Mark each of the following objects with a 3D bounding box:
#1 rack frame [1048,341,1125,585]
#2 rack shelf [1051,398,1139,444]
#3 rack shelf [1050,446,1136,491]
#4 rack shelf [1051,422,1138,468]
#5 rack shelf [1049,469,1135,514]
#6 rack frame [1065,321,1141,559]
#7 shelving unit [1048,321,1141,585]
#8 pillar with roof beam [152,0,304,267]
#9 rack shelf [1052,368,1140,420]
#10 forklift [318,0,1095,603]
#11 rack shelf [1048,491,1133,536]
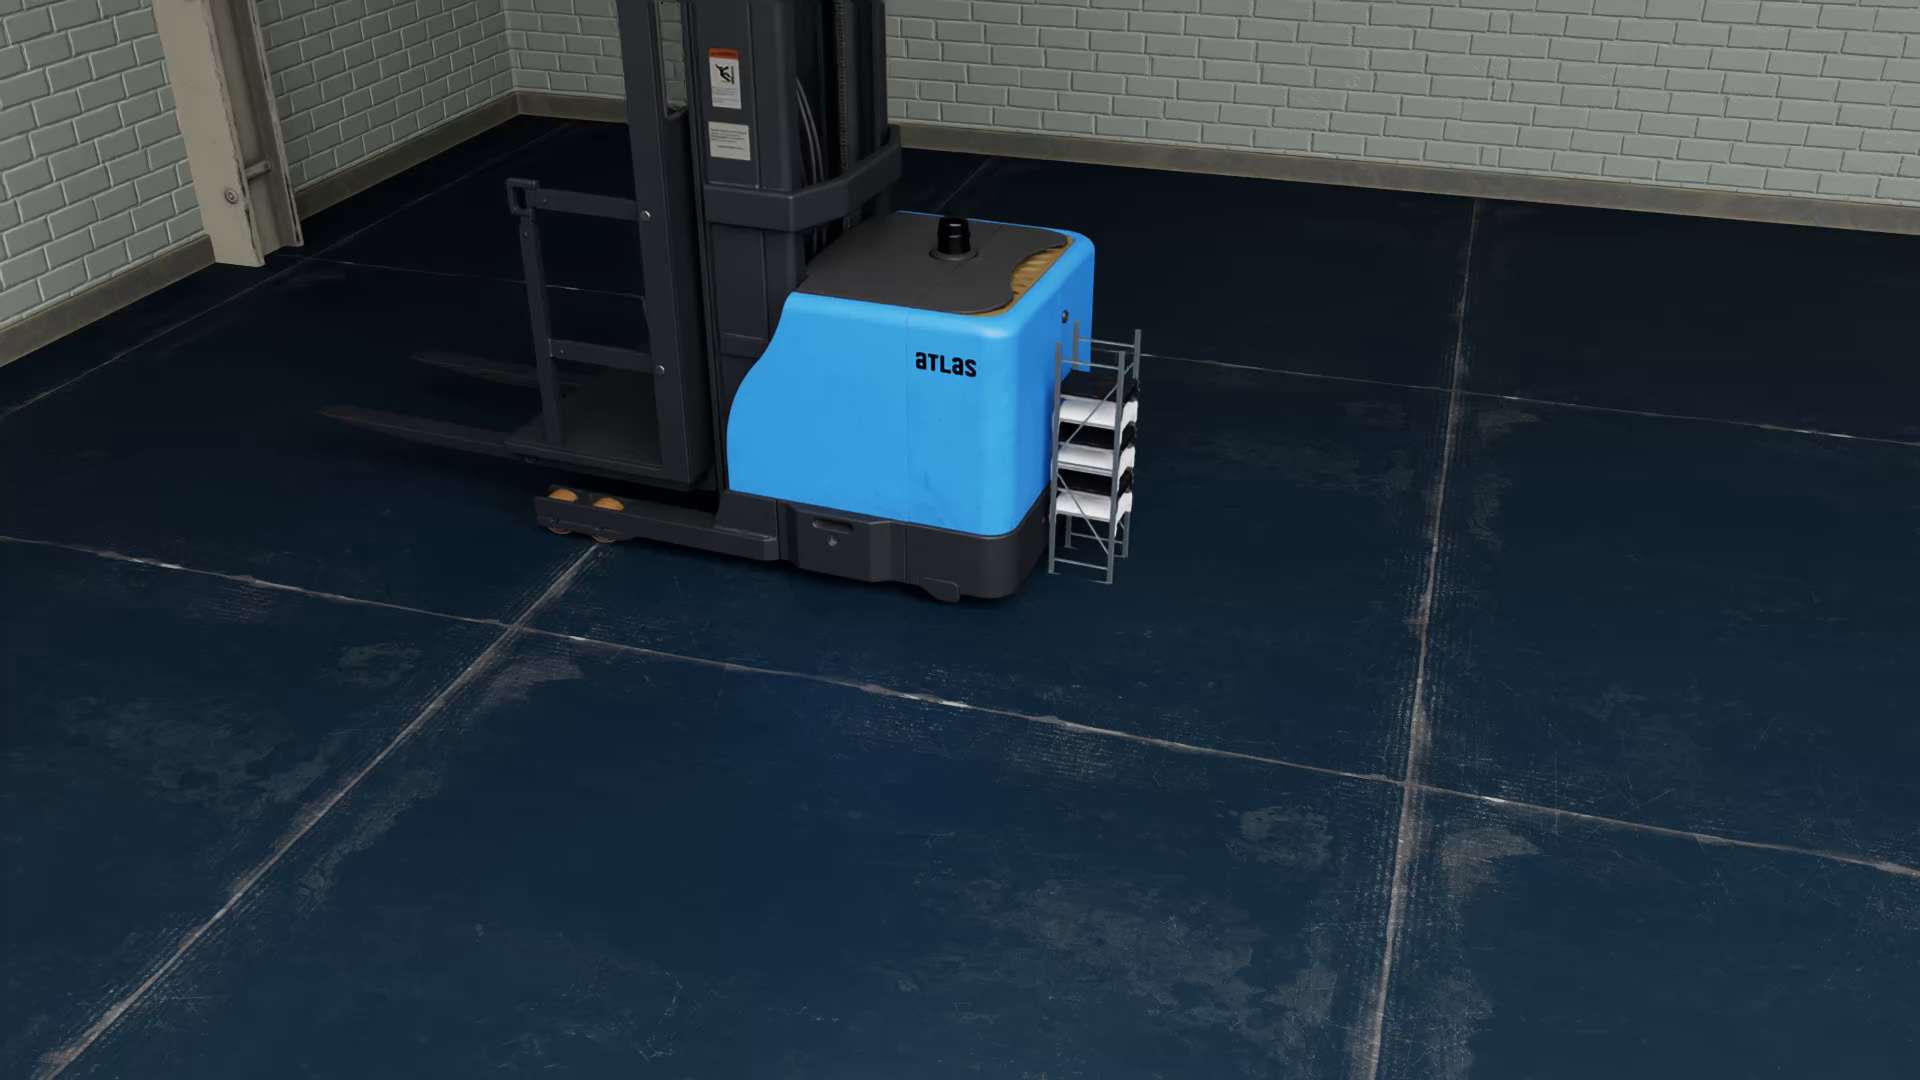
[{"bbox_3d":[0.435,-0.253,5.779,0.240,0.900,0.006,11,31,18],"label":"rack frame"},{"bbox_3d":[0.471,-0.428,5.790,0.258,0.077,0.200,11,31,18],"label":"rack shelf"},{"bbox_3d":[0.470,-0.270,5.878,0.258,0.077,0.200,11,31,18],"label":"rack shelf"},{"bbox_3d":[0.470,-0.349,5.834,0.258,0.077,0.200,11,31,18],"label":"rack shelf"},{"bbox_3d":[0.470,-0.192,5.922,0.258,0.077,0.200,11,31,18],"label":"rack shelf"},{"bbox_3d":[0.506,-0.346,5.945,0.240,0.900,0.006,11,31,18],"label":"rack frame"},{"bbox_3d":[0.470,-0.300,5.862,0.258,0.900,0.210,11,31,18],"label":"shelving unit"},{"bbox_3d":[0.289,-4.887,5.778,9.100,9.000,0.400,8,30,15],"label":"pillar with roof beam"},{"bbox_3d":[0.471,-0.506,5.746,0.258,0.077,0.200,11,31,18],"label":"rack shelf"},{"bbox_3d":[-1.067,-1.498,5.927,3.031,2.935,1.130,10,31,18],"label":"forklift"},{"bbox_3d":[0.470,-0.113,5.966,0.258,0.077,0.200,11,31,18],"label":"rack shelf"}]
